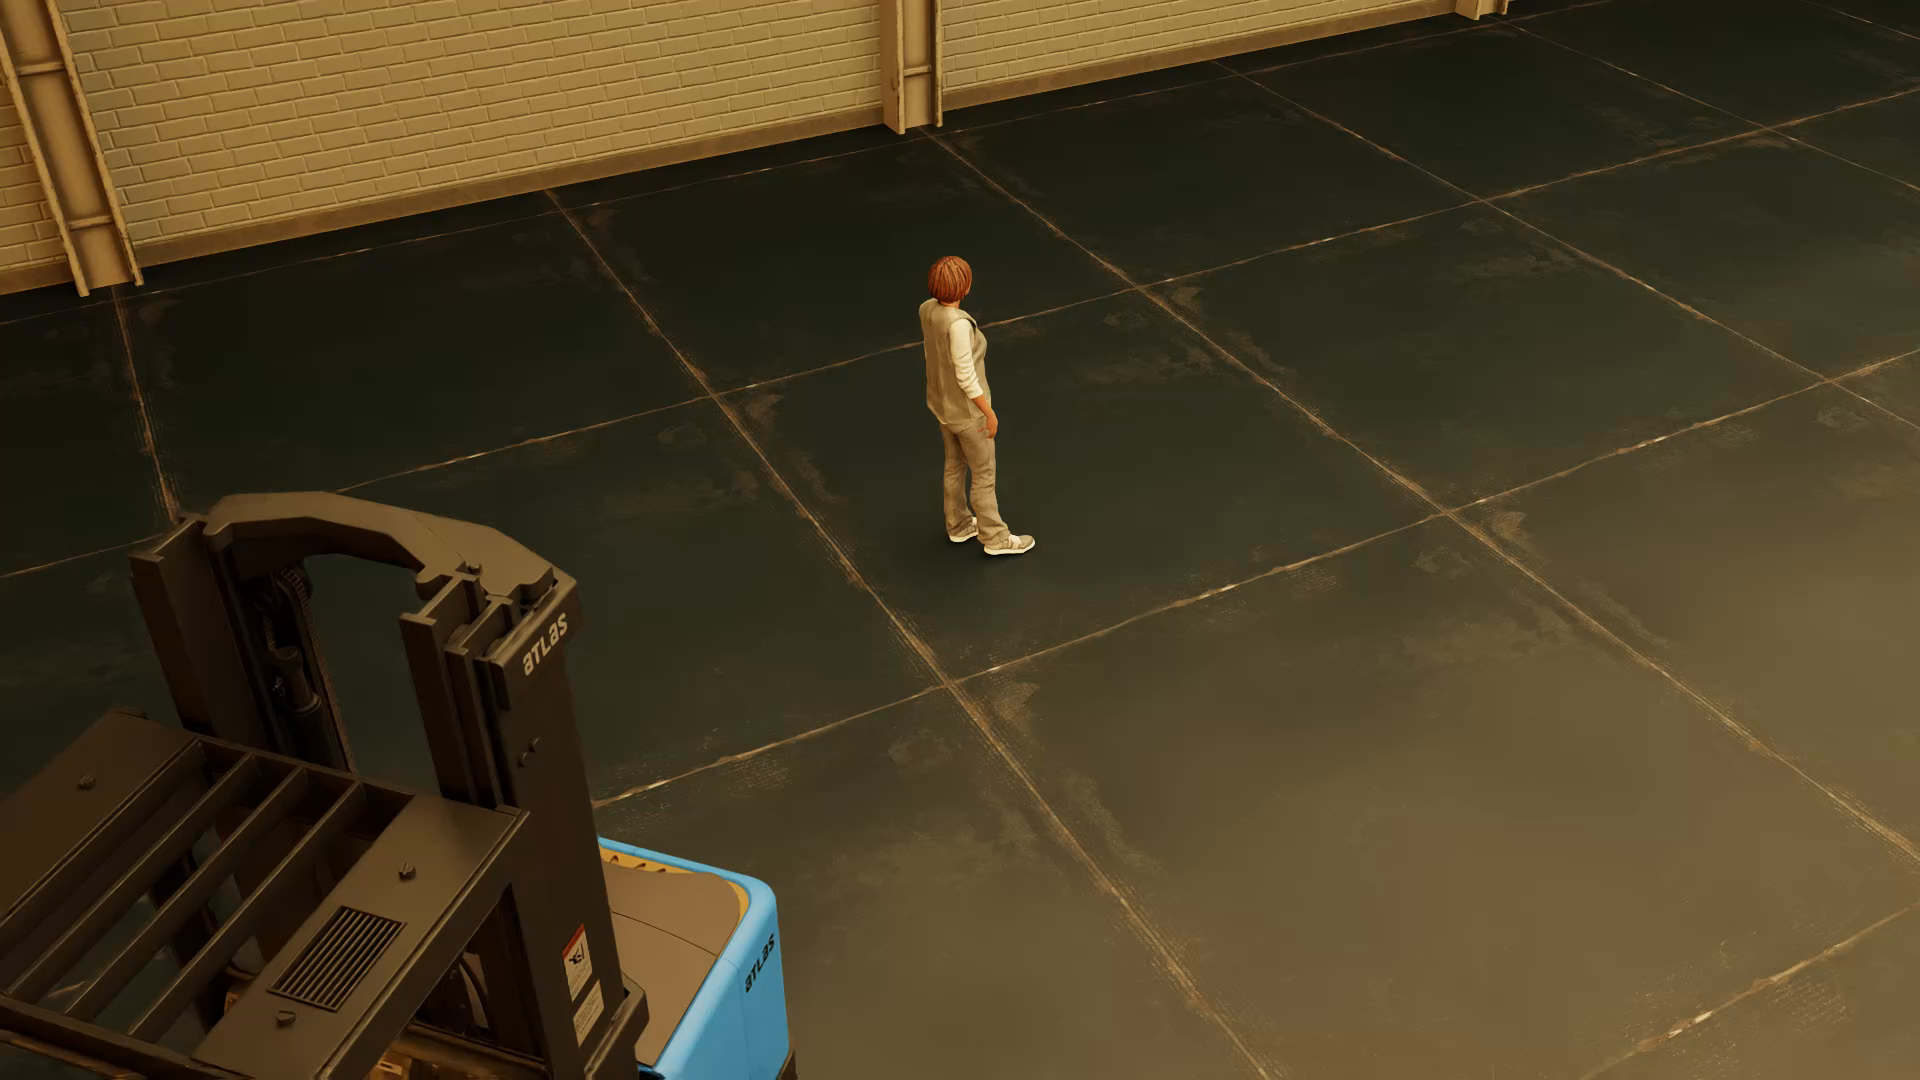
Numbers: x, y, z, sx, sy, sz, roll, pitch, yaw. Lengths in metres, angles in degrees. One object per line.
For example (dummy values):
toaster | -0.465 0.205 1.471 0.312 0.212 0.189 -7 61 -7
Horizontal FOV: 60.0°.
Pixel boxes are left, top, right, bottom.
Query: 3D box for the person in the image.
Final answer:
person | 0.073 -0.671 8.215 0.473 1.599 0.520 -17 39 -23

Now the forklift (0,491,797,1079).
forklift | -1.524 1.481 4.028 1.130 2.935 3.031 11 37 15
